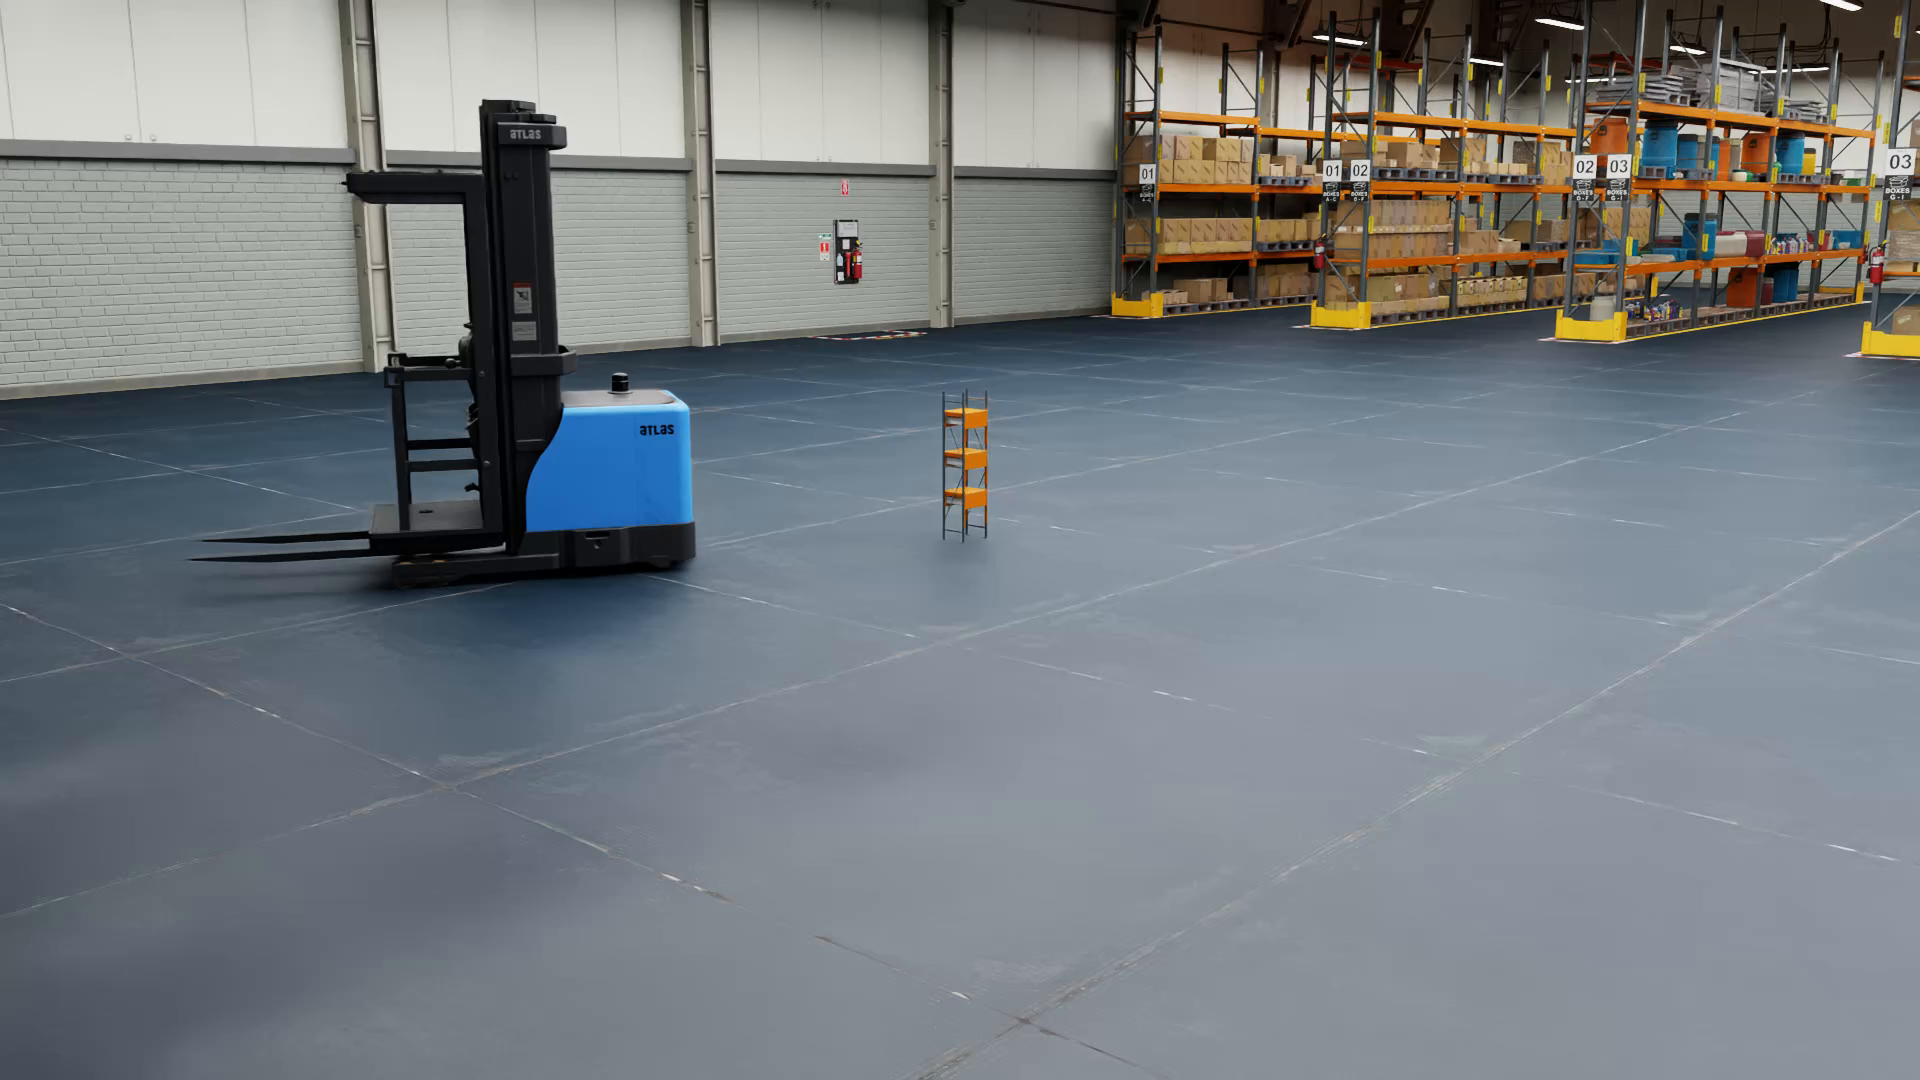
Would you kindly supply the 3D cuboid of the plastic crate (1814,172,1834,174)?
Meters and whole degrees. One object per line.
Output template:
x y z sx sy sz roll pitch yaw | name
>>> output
20.576 -8.649 39.857 0.504 0.338 0.767 10 15 40 | plastic crate

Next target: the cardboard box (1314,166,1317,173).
8.420 -8.955 40.925 0.500 0.500 0.500 10 15 40 | cardboard box

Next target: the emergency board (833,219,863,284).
-2.021 -5.298 30.579 0.194 1.169 0.643 10 15 40 | emergency board

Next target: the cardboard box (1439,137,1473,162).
10.588 -8.330 35.497 0.500 0.500 0.500 10 15 41 | cardboard box

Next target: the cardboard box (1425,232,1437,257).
9.520 -6.178 34.728 0.700 0.500 0.500 10 15 40 | cardboard box

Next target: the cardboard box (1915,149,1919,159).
14.899 -6.078 26.188 0.380 0.149 0.250 10 15 40 | cardboard box

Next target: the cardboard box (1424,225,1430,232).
9.460 -6.423 34.301 0.380 0.149 0.250 10 15 40 | cardboard box

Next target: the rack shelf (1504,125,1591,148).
14.112 -9.549 39.403 1.077 0.370 4.000 10 15 40 | rack shelf

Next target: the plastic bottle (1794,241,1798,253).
18.559 -6.521 37.017 0.152 0.276 0.135 10 15 40 | plastic bottle

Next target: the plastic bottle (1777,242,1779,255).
17.682 -6.315 35.998 0.097 0.271 0.097 0 11 0 | plastic bottle

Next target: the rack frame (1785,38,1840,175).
19.151 -9.751 37.558 1.000 3.000 0.127 10 15 40 | rack frame

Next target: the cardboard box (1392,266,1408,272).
11.378 -7.130 44.165 0.750 0.750 0.750 10 15 41 | cardboard box

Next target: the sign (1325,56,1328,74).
7.113 -9.196 32.190 0.100 0.325 0.005 10 15 40 | sign

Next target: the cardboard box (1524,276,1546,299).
13.307 -5.882 38.760 0.500 0.500 0.500 11 15 43 | cardboard box

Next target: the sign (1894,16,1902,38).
14.547 -7.956 25.779 0.100 0.325 0.005 10 15 40 | sign

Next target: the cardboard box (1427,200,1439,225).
9.531 -6.818 34.621 0.700 0.500 0.500 10 15 40 | cardboard box

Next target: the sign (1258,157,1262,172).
6.841 -8.569 37.975 0.100 0.325 0.005 10 15 40 | sign

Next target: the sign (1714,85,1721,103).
14.276 -8.399 31.321 0.100 0.325 0.005 10 15 40 | sign

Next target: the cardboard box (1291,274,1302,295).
7.898 -6.242 40.561 0.700 0.500 0.500 10 15 40 | cardboard box

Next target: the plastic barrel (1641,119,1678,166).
13.133 -7.422 31.205 0.600 0.901 0.708 10 15 40 | plastic barrel

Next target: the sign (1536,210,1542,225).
13.211 -7.358 37.938 0.100 0.325 0.005 10 15 40 | sign

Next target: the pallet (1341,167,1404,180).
7.997 -7.213 32.734 1.003 0.211 1.213 10 15 40 | pallet

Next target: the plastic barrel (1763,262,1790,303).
18.311 -5.804 37.398 0.600 0.901 0.708 10 15 40 | plastic barrel

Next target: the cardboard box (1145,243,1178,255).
4.348 -6.292 35.886 0.500 0.250 0.500 9 15 39 | cardboard box

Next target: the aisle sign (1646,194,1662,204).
18.348 -9.284 43.898 0.394 0.787 0.004 10 15 40 | aisle sign

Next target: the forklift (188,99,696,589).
-3.289 -1.252 10.498 3.031 2.935 1.130 -3 12 -17 | forklift

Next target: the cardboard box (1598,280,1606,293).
15.872 -6.381 41.744 0.500 0.311 0.500 10 15 40 | cardboard box

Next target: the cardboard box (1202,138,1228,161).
5.610 -8.664 36.915 0.500 0.500 0.500 9 14 38 | cardboard box

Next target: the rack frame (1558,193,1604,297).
15.432 -7.450 41.355 1.000 3.000 0.127 10 15 40 | rack frame

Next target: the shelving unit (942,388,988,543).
0.035 -0.523 11.648 0.215 1.050 0.252 10 15 40 | shelving unit

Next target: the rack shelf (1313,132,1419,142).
10.389 -10.189 42.607 1.077 0.370 4.000 10 15 40 | rack shelf

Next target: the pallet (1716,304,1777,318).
17.000 -4.975 36.080 1.003 0.211 1.213 10 15 40 | pallet

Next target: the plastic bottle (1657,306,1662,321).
13.086 -4.243 31.139 0.097 0.271 0.097 0 11 0 | plastic bottle

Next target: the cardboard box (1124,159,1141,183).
3.873 -7.949 35.885 0.500 0.500 0.500 -11 16 -43 | cardboard box

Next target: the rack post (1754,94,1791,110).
16.958 -9.238 35.179 0.954 0.300 0.937 10 15 40 | rack post

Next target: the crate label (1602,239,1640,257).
12.241 -5.367 30.833 0.502 0.435 0.616 10 15 40 | crate label

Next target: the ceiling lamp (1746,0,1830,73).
21.722 -13.914 43.497 2.000 3.185 0.800 10 15 40 | ceiling lamp

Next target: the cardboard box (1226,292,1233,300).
6.097 -5.657 38.486 0.380 0.166 0.250 7 14 33 | cardboard box

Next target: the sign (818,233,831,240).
-2.453 -5.507 30.181 0.001 0.109 0.331 10 15 40 | sign

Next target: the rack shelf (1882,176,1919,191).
16.270 -5.816 27.350 1.077 0.370 4.000 10 15 40 | rack shelf

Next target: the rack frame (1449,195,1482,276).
14.349 -8.679 47.505 1.000 3.000 0.127 10 15 40 | rack frame

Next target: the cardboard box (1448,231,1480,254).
11.019 -6.511 36.395 0.500 0.500 0.500 -11 16 -43 | cardboard box

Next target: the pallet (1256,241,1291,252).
7.042 -6.913 39.153 1.003 0.211 1.213 10 15 40 | pallet

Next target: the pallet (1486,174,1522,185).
11.675 -7.964 36.749 1.003 0.211 1.213 11 16 43 | pallet

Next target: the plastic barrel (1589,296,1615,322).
11.607 -4.137 30.043 0.421 0.512 0.421 0 11 0 | plastic barrel

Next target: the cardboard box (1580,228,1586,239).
15.570 -7.606 41.879 0.500 0.500 0.500 10 15 41 | cardboard box

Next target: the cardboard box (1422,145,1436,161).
9.621 -8.028 34.903 0.500 0.500 0.500 -11 15 -43 | cardboard box

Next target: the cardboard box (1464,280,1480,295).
10.946 -5.507 36.143 0.500 0.311 0.500 10 15 40 | cardboard box

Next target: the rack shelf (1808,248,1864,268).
20.471 -6.751 39.689 1.077 0.370 4.000 10 15 40 | rack shelf

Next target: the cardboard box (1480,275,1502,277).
12.226 -5.955 38.386 0.500 0.311 0.500 10 15 42 | cardboard box

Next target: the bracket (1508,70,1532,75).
17.197 -14.172 50.500 0.076 0.066 3.189 10 15 40 | bracket

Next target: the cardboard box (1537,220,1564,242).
13.870 -7.334 39.444 0.500 0.500 0.700 -9 14 -37 | cardboard box

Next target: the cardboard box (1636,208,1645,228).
17.314 -8.326 42.930 0.500 0.500 0.500 10 15 42 | cardboard box

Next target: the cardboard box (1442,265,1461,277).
13.632 -7.469 46.760 0.700 0.500 0.500 10 15 40 | cardboard box
